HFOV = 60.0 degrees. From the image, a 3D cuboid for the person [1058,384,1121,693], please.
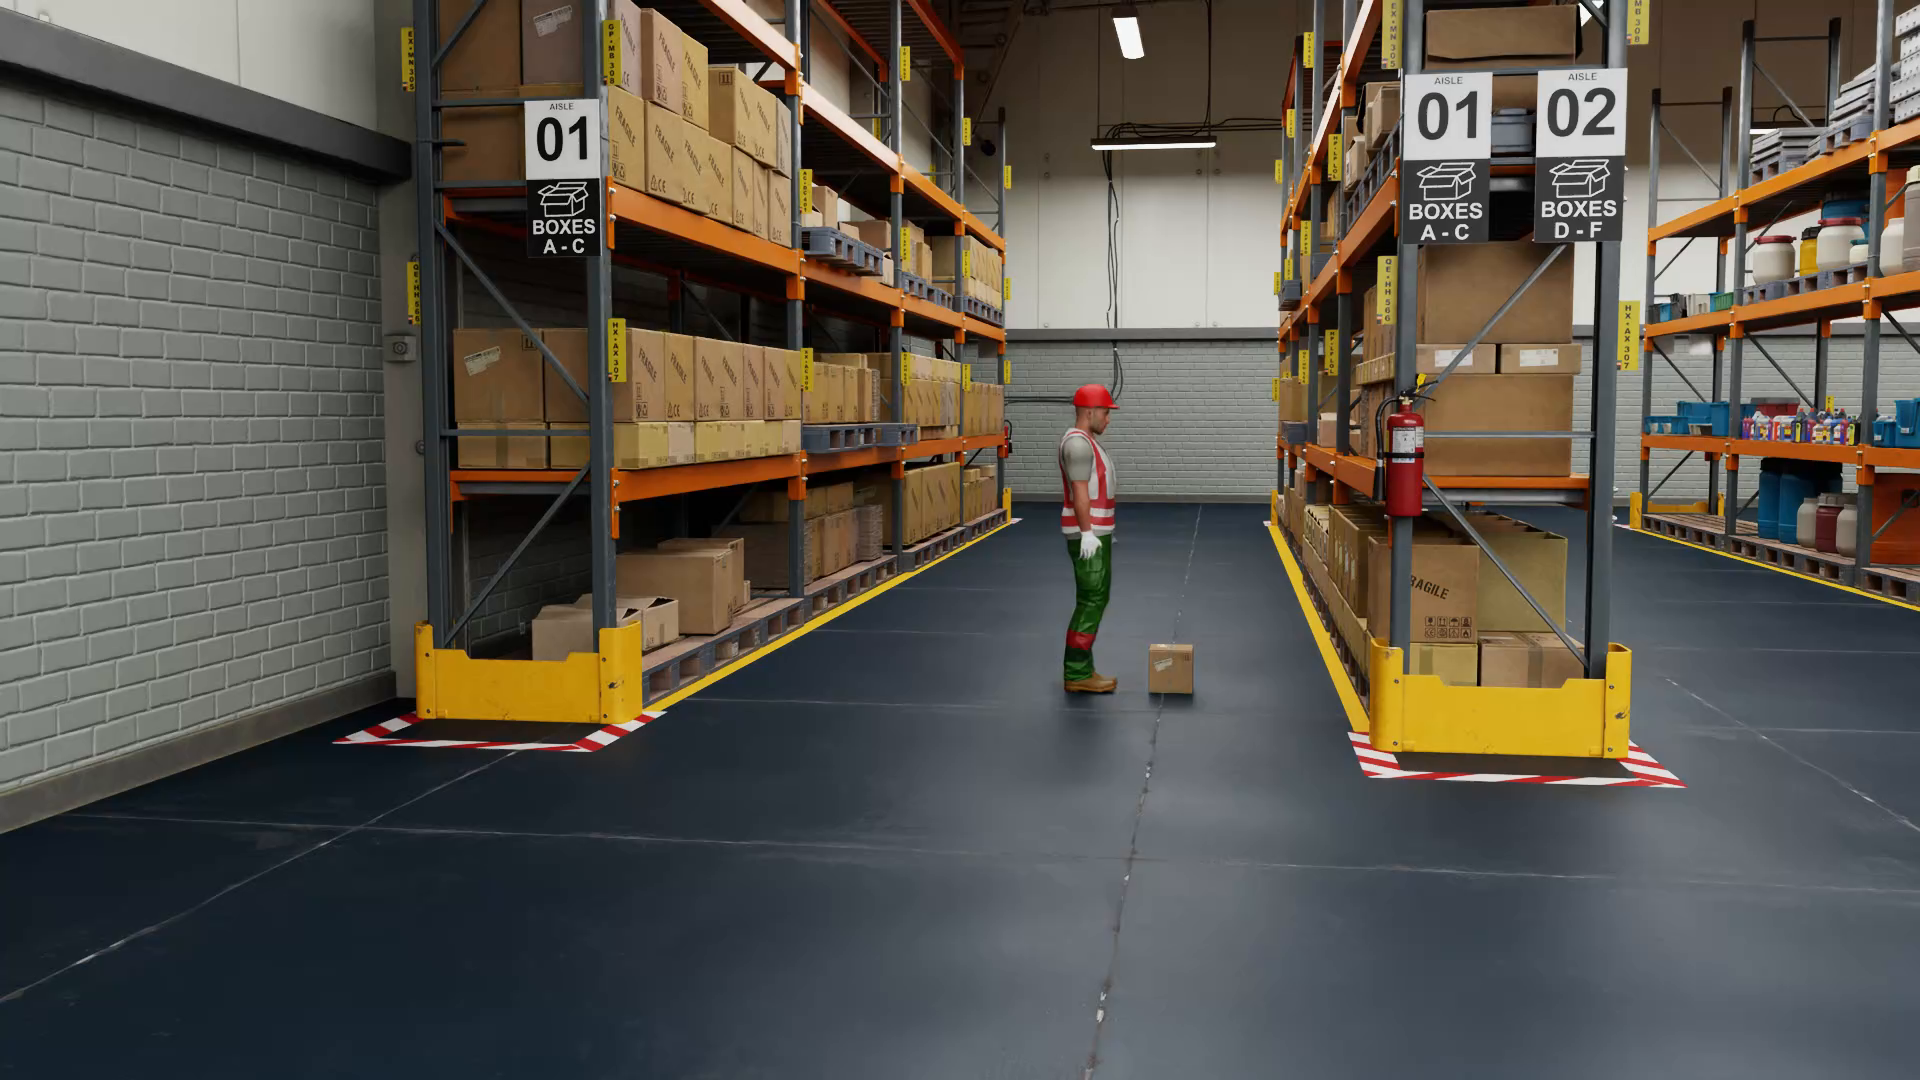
[{"bbox_3d":[0.757,-0.016,9.718,0.351,1.782,0.528,1,4,10],"label":"person"}]
